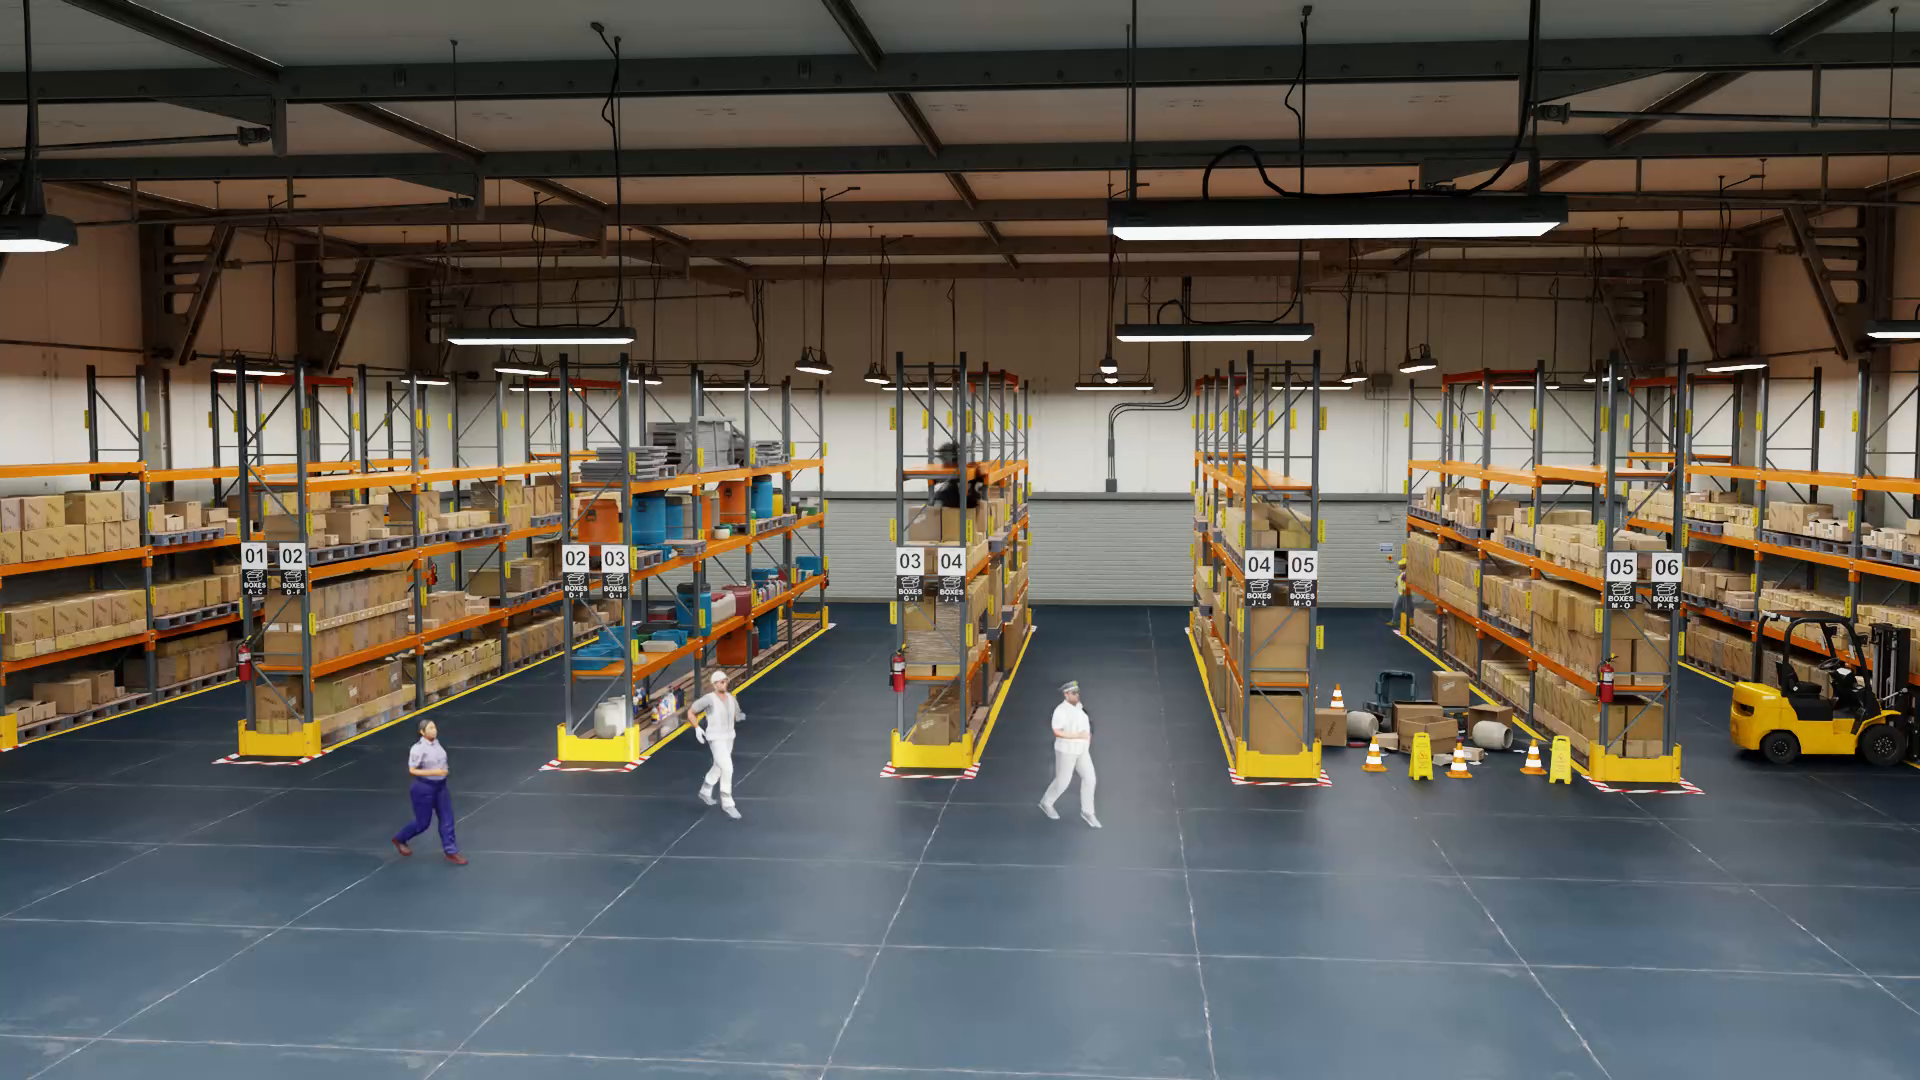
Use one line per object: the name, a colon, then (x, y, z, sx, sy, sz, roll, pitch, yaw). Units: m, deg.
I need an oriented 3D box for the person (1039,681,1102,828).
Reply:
person: (1.370, 2.653, 20.706, 0.863, 1.840, 0.662, 4, 6, 44)

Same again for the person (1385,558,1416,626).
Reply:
person: (10.839, 1.280, 40.380, 0.979, 1.694, 0.743, 1, 4, 13)

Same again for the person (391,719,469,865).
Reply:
person: (-5.995, 2.834, 18.768, 0.925, 1.646, 0.606, 1, 4, 20)

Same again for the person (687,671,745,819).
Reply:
person: (-3.072, 2.586, 21.223, 0.839, 1.834, 0.649, 3, 5, 33)
